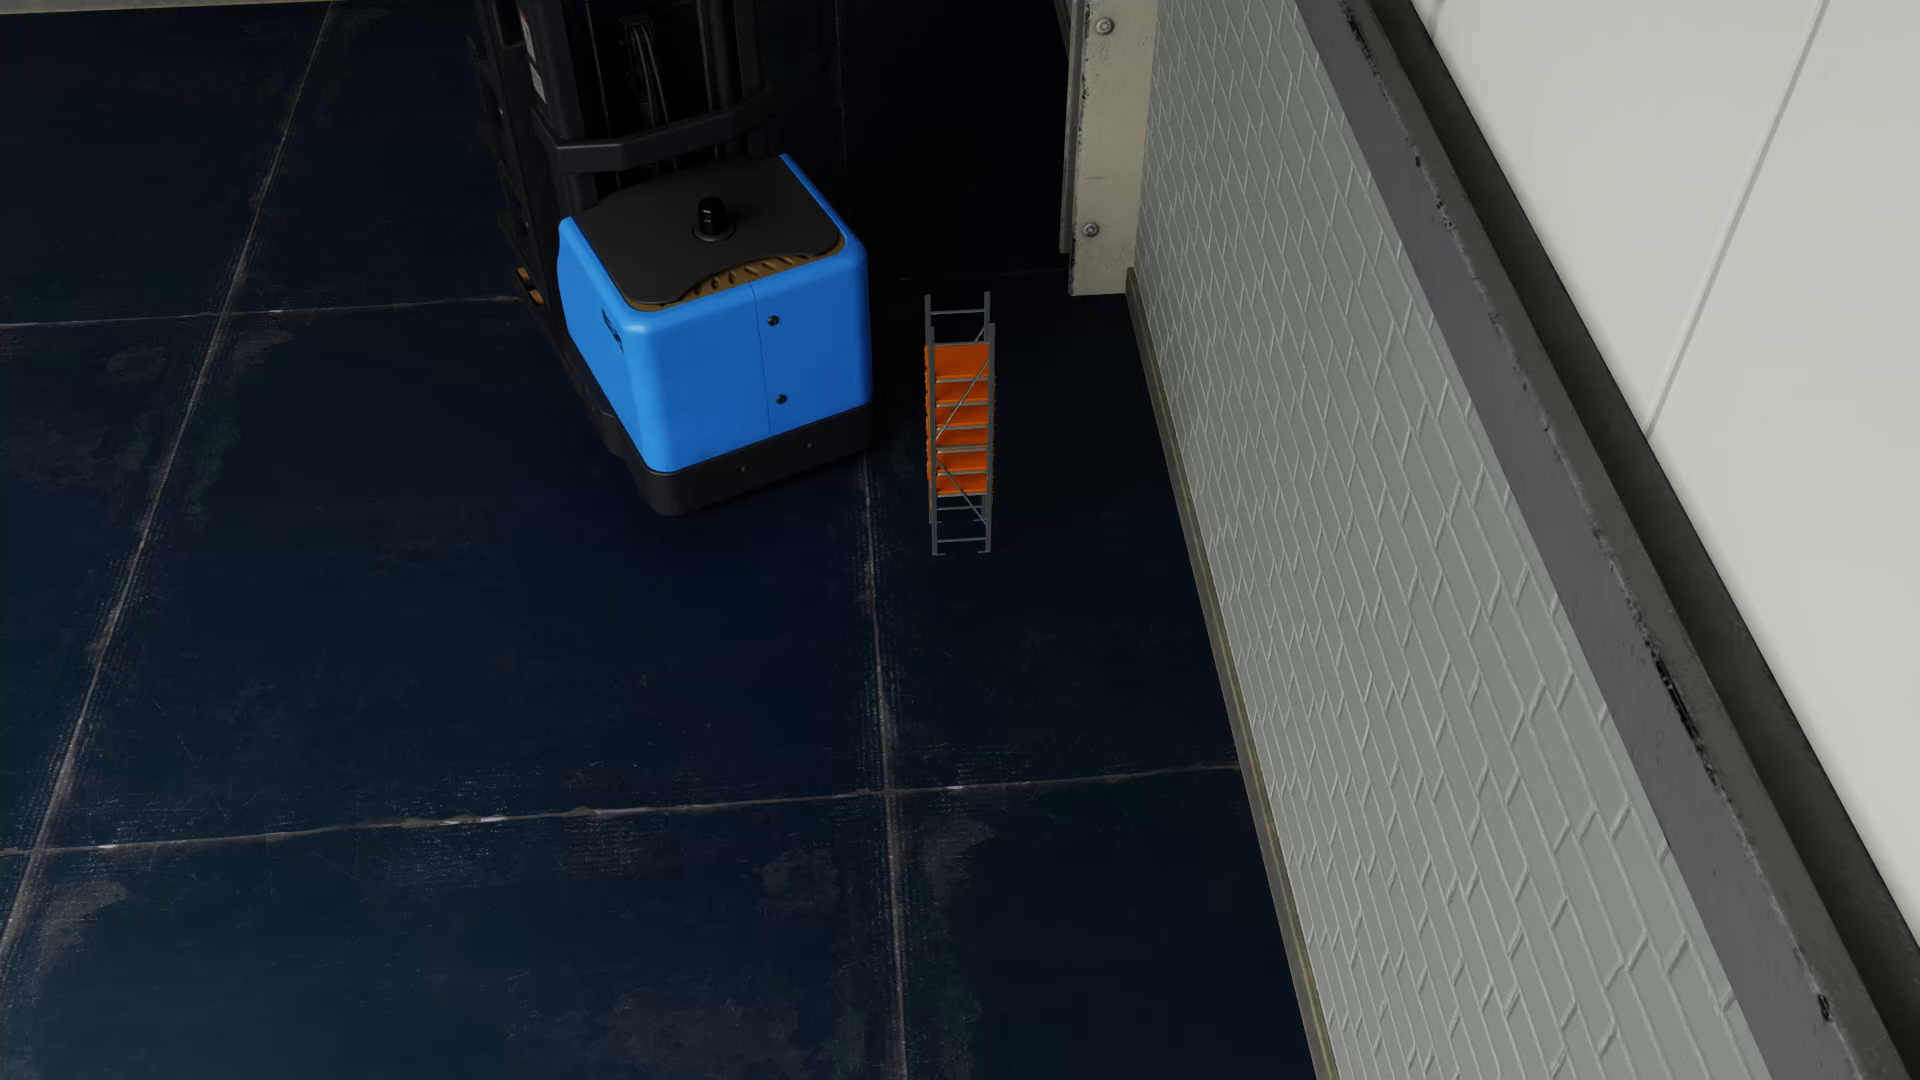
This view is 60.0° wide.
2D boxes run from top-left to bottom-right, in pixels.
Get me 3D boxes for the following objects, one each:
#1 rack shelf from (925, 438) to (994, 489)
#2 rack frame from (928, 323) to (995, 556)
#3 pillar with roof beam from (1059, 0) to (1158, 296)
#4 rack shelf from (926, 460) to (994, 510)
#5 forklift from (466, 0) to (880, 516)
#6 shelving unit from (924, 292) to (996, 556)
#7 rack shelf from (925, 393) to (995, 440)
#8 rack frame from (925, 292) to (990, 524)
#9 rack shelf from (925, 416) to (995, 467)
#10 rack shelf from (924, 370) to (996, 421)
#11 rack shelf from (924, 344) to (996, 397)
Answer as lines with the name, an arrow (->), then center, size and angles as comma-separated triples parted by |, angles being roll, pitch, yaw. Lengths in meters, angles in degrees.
rack shelf -> -0.001, -0.310, 6.580 | 0.258, 0.103, 0.180 | -3, 47, -3
rack frame -> 0.006, -0.357, 6.398 | 0.240, 1.200, 0.006 | -3, 47, -3
pillar with roof beam -> -3.627, -4.161, 4.629 | 9.100, 9.000, 0.400 | -3, 47, -3
rack shelf -> -0.001, -0.227, 6.667 | 0.258, 0.103, 0.180 | -3, 47, -3
forklift -> -1.491, -2.178, 6.930 | 1.130, 2.935, 3.031 | -21, 50, -19
shelving unit -> -0.001, -0.423, 6.461 | 0.258, 1.200, 0.189 | -3, 47, -3
rack shelf -> -0.001, -0.475, 6.406 | 0.258, 0.103, 0.180 | -3, 47, -3
rack frame -> -0.009, -0.489, 6.523 | 0.240, 1.200, 0.006 | -3, 47, -3
rack shelf -> -0.001, -0.392, 6.493 | 0.258, 0.103, 0.180 | -3, 47, -3
rack shelf -> -0.001, -0.558, 6.319 | 0.258, 0.103, 0.180 | -3, 47, -3
rack shelf -> -0.001, -0.640, 6.232 | 0.258, 0.103, 0.180 | -3, 47, -3
